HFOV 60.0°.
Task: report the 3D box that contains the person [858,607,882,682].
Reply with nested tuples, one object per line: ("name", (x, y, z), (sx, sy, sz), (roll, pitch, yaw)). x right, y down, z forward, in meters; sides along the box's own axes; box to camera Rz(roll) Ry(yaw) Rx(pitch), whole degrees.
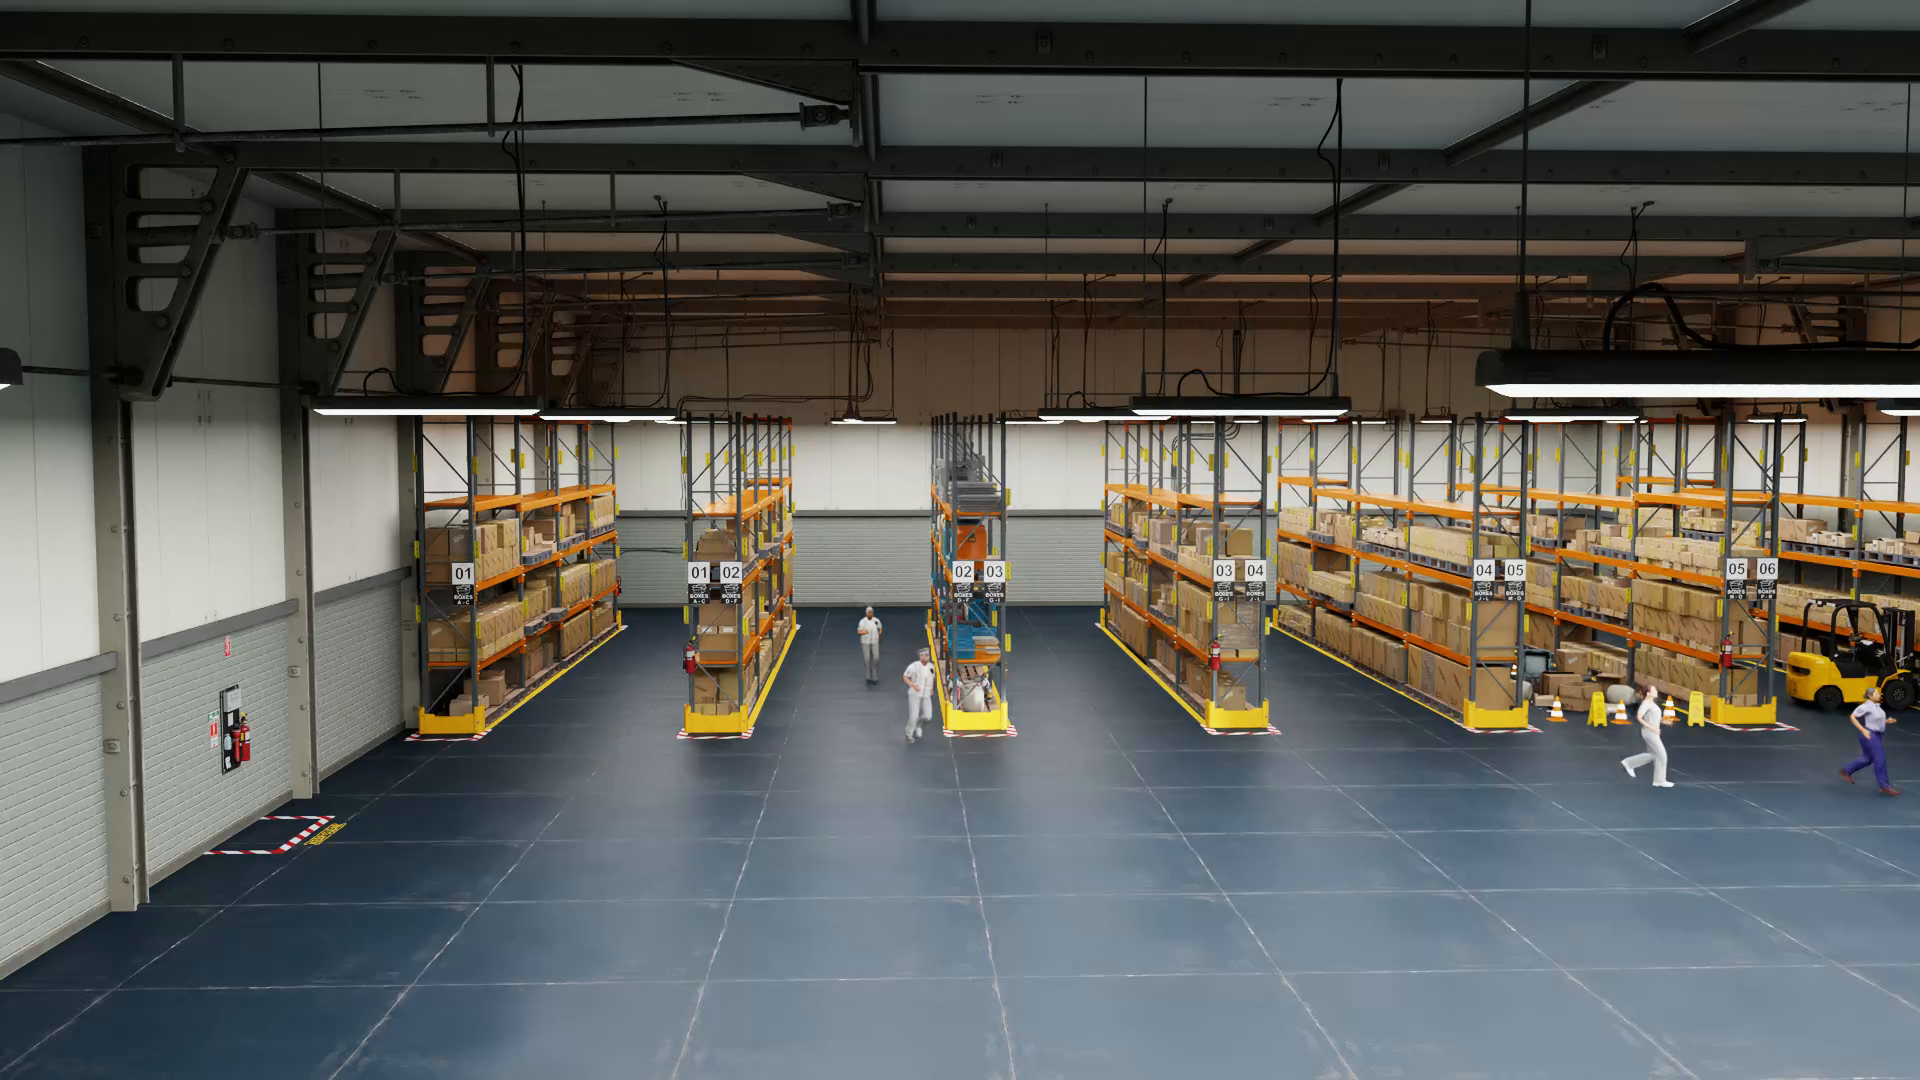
("person", (-2.010, 2.358, 37.433), (0.586, 1.695, 0.661), (-1, 4, -10))

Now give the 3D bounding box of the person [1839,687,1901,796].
("person", (14.249, 3.111, 26.014), (0.943, 1.635, 0.605), (4, 5, 43))

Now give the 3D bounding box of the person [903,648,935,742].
("person", (-0.706, 2.811, 30.372), (0.666, 1.706, 0.580), (-2, 4, -25))

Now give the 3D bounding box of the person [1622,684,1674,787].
("person", (10.971, 3.098, 26.514), (0.802, 1.635, 0.575), (2, 5, 32))
